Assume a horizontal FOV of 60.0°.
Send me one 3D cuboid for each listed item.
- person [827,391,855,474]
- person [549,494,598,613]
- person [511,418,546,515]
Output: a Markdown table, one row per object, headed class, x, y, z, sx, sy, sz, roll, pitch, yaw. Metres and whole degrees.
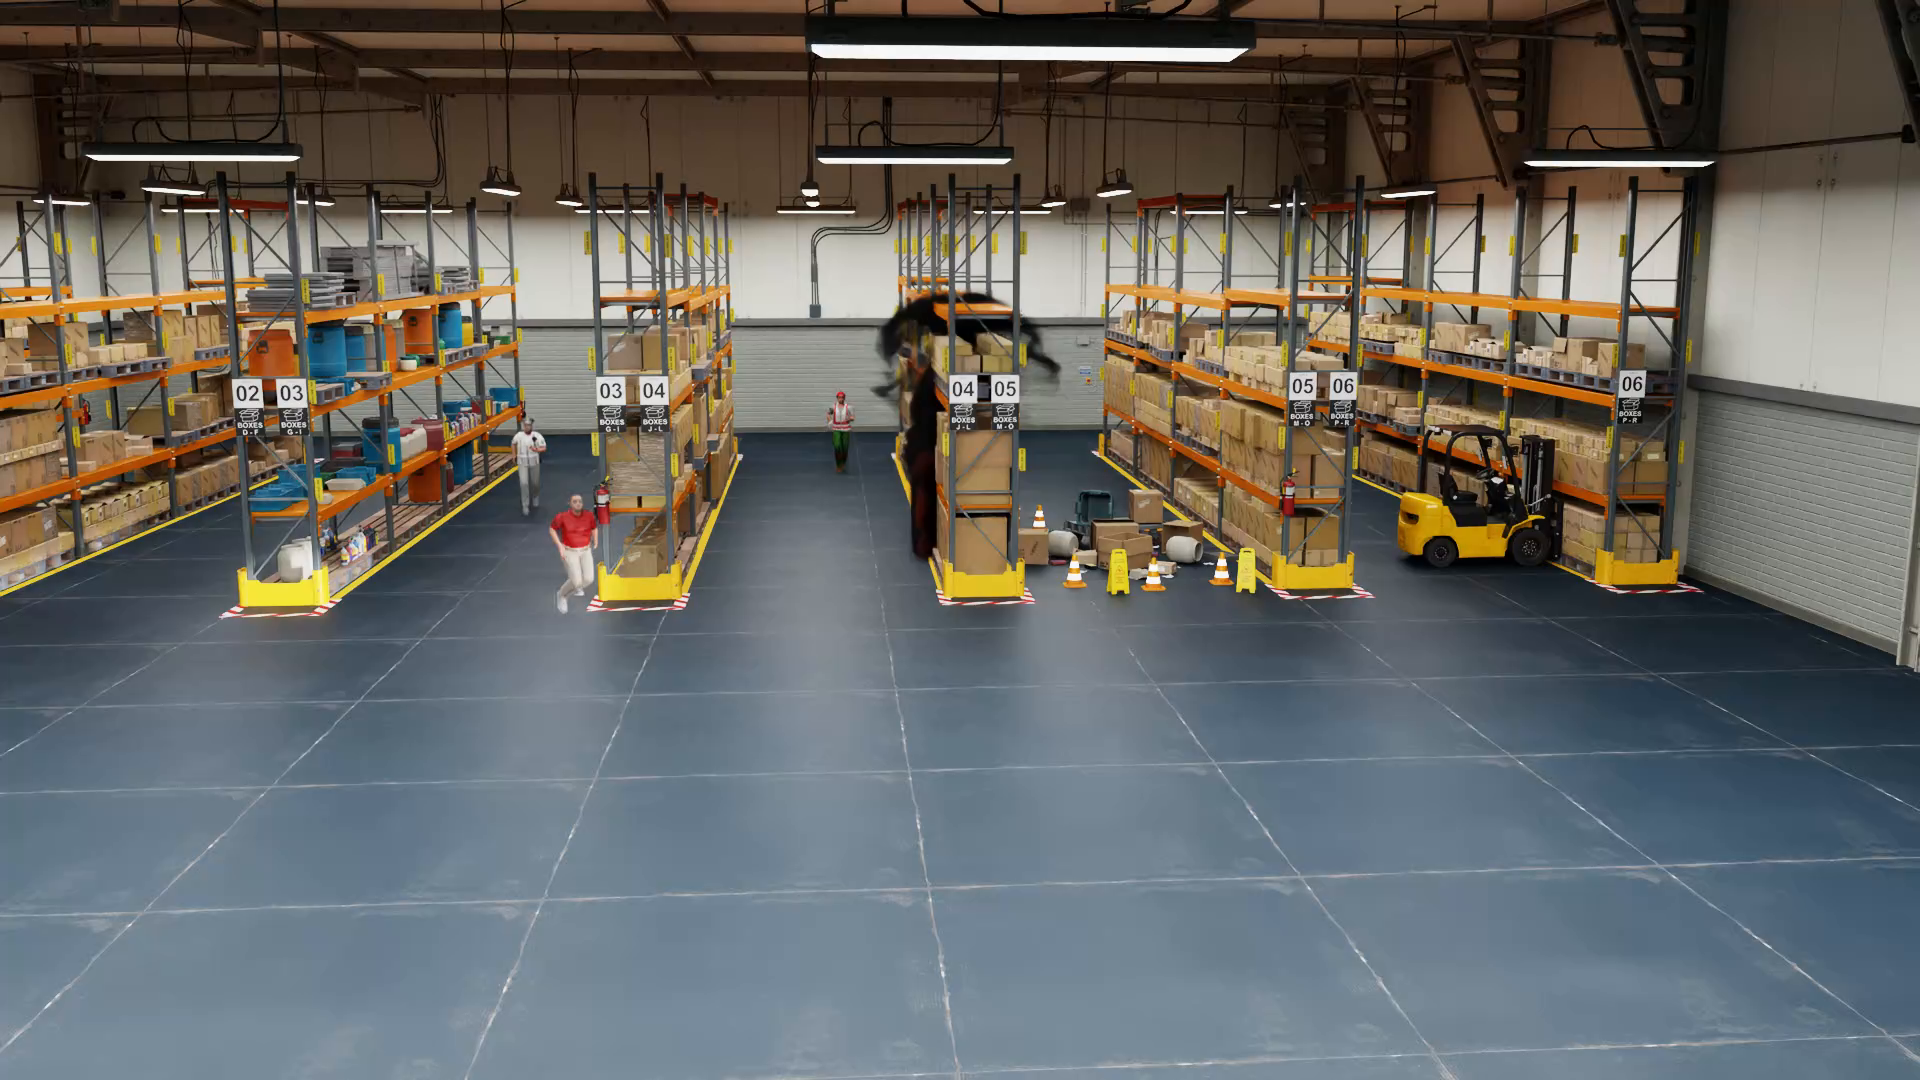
| class | x | y | z | sx | sy | sz | roll | pitch | yaw |
| --- | --- | --- | --- | --- | --- | --- | --- | --- | --- |
| person | -2.651 | -2.400 | 37.138 | 0.630 | 1.843 | 0.736 | -1 | 10 | -6 |
| person | -5.209 | 0.189 | 22.697 | 0.647 | 1.666 | 0.613 | -8 | 13 | -37 |
| person | -8.188 | -1.435 | 31.612 | 0.656 | 1.796 | 0.916 | -2 | 10 | -13 |
